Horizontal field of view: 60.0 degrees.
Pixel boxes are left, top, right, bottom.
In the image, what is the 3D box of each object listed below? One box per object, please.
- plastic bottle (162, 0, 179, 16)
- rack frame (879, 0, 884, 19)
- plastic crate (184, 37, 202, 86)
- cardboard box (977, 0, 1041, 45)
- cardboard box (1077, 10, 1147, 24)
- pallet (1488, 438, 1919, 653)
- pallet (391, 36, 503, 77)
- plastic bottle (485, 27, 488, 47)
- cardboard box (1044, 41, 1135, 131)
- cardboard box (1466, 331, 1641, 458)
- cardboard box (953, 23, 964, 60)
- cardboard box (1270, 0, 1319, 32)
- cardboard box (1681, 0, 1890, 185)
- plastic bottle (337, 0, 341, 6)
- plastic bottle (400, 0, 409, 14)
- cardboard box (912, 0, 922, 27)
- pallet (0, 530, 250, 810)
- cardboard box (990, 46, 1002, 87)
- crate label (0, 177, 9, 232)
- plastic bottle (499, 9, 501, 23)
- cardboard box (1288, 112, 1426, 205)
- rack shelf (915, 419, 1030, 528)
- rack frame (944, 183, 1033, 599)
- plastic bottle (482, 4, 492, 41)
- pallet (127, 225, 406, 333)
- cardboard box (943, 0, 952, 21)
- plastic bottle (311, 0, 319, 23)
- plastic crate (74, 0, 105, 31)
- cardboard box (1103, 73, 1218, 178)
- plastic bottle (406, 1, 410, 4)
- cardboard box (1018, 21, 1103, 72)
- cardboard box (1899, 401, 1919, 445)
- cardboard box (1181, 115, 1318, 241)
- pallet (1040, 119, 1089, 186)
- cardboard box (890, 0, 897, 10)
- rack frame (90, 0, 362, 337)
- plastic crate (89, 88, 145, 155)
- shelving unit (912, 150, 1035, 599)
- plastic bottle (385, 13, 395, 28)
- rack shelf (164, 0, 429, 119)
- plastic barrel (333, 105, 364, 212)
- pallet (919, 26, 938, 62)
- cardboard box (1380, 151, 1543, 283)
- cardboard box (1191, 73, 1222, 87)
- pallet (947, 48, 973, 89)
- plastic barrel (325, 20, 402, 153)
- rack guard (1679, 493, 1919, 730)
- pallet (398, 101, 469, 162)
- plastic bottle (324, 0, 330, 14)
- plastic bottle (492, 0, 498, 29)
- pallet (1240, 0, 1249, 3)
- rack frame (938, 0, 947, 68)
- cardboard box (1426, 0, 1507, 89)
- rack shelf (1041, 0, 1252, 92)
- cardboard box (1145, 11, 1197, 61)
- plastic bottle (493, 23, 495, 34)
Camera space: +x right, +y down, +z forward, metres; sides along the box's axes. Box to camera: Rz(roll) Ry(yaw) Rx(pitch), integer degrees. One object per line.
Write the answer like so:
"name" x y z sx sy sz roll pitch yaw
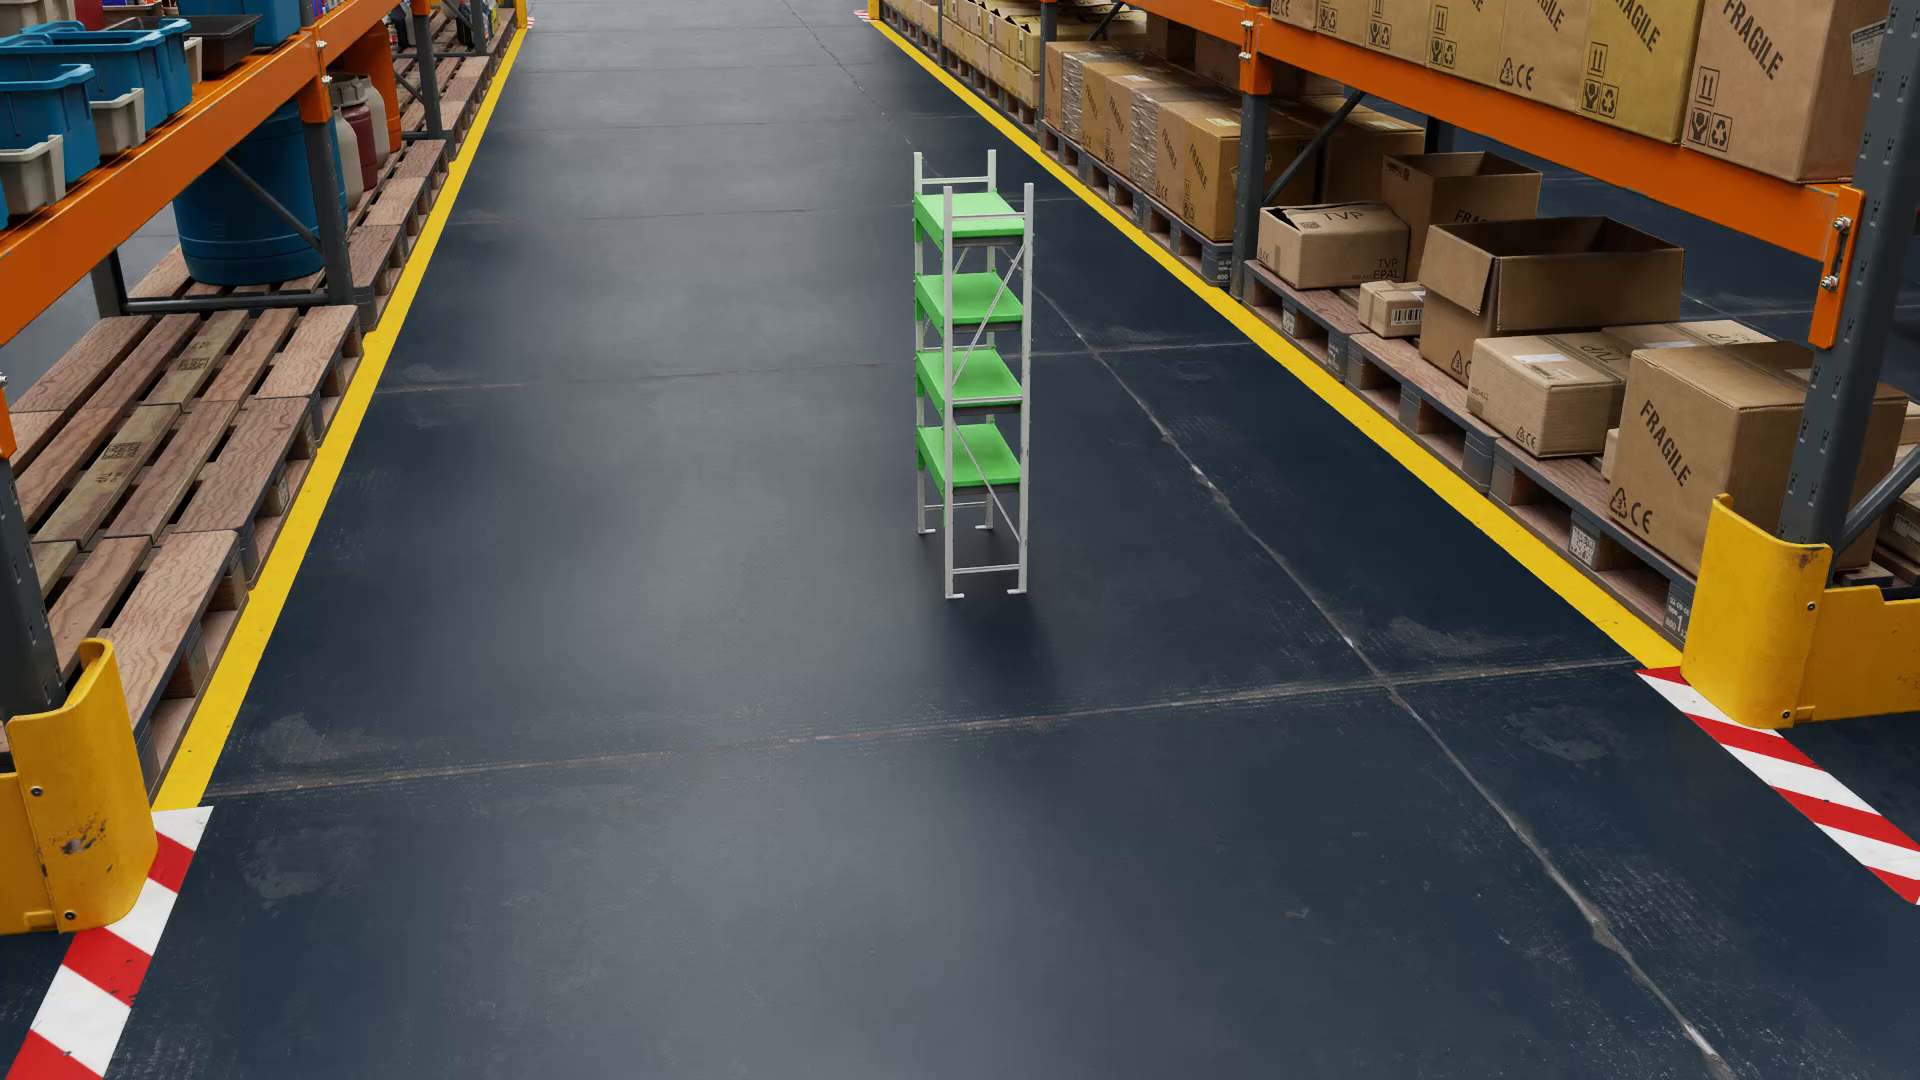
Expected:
"plastic bottle" -3.424 -2.385 7.211 0.097 0.201 0.097 0 24 0
"rack frame" -0.436 -7.270 18.147 1.000 3.000 0.127 -4 24 -10
"plastic crate" -2.468 -1.428 5.027 0.293 0.136 0.466 -4 24 -10
"cardboard box" 0.421 -4.100 13.100 0.500 0.311 0.500 -4 24 -8
"cardboard box" 1.130 -3.746 12.290 0.500 0.311 0.500 -5 24 -11
"pallet" 2.361 -0.042 5.082 1.003 0.211 1.213 -4 24 -10
"pallet" -4.648 -4.321 14.879 1.003 0.211 1.213 -4 24 -10
"plastic bottle" -4.211 -4.448 14.634 0.097 0.201 0.097 0 24 0
"cardboard box" 0.847 -2.979 10.896 0.500 0.500 0.500 -3 24 -7
"cardboard box" 2.034 -0.489 5.508 0.500 0.250 0.500 -4 24 -10
"cardboard box" 0.228 -4.251 14.145 0.500 0.250 0.500 -4 24 -8
"cardboard box" 1.610 -2.375 6.815 0.500 0.500 0.500 -4 24 -8
"cardboard box" 2.173 -1.178 4.075 0.500 0.500 0.500 -4 24 -8
"plastic bottle" -2.877 -2.534 7.551 0.097 0.201 0.097 0 24 0
"plastic bottle" -5.062 -4.753 15.146 0.144 0.351 0.185 -4 24 -10
"cardboard box" -0.186 -5.188 16.292 0.500 0.250 0.500 -4 24 -10
"pallet" -2.460 0.339 4.209 1.003 0.211 1.213 -4 24 -10
"cardboard box" 0.518 -3.645 12.758 0.500 0.250 0.500 -4 24 -9
"crate label" -2.068 -0.683 3.201 0.416 0.233 0.303 -4 24 -10
"plastic bottle" -4.534 -5.134 16.204 0.097 0.201 0.097 0 24 0
"cardboard box" 1.933 -1.814 8.229 0.500 0.500 0.500 -5 24 -12
"rack shelf" 0.031 -0.206 4.982 0.258 0.148 0.480 -4 24 -10
"rack frame" 0.076 -0.389 4.641 0.240 1.200 0.015 -4 24 -10
"plastic bottle" -4.306 -4.667 14.948 0.144 0.351 0.185 -4 24 -8
"pallet" -3.187 -1.213 7.764 1.003 0.211 1.213 -4 24 -10
"cardboard box" 0.136 -4.705 14.484 0.500 0.311 0.500 -4 24 -10
"plastic bottle" -2.734 -2.307 6.930 0.061 0.283 0.133 -4 24 -10
"plastic crate" -3.167 -1.872 5.633 0.402 0.464 0.583 -4 24 -10
"cardboard box" 1.139 -2.371 9.504 0.500 0.500 0.500 -5 24 -12
"plastic bottle" -5.193 -4.945 15.685 0.097 0.271 0.097 0 24 0
"cardboard box" 0.705 -3.500 11.726 0.500 0.311 0.500 -4 24 -8
"cardboard box" 2.609 -0.349 5.188 0.500 0.250 0.500 -4 24 -10
"cardboard box" 1.410 -1.779 8.148 0.500 0.500 0.500 -4 24 -10
"pallet" 1.145 -2.549 10.822 1.003 0.211 1.213 -4 24 -10
"cardboard box" -0.459 -5.778 17.643 0.500 0.250 0.500 -4 24 -10
"rack frame" -3.085 -2.184 6.504 1.000 3.000 0.127 -4 24 -10
"plastic crate" -2.171 -1.038 4.134 0.250 0.136 0.298 -4 24 -10
"shelving unit" 0.031 -0.485 4.861 0.258 1.200 0.503 -4 24 -10
"plastic bottle" -4.978 -4.453 14.542 0.061 0.283 0.133 -3 24 -7
"rack shelf" -3.455 -2.641 8.449 1.077 0.370 4.000 -4 24 -10
"plastic barrel" -3.317 -1.959 8.572 0.421 0.512 0.421 0 24 0
"pallet" 0.198 -4.734 15.826 1.003 0.211 1.213 -4 24 -10
"cardboard box" 2.167 -1.403 7.287 0.500 0.500 0.500 -4 24 -10
"cardboard box" 1.646 -2.419 9.614 0.500 0.500 0.500 -5 24 -12
"pallet" 0.479 -4.132 14.446 1.003 0.211 1.213 -4 24 -10
"plastic barrel" -3.718 -2.765 10.019 0.600 0.830 0.708 -4 24 -10
"rack guard" 2.509 0.139 4.306 1.175 0.500 0.348 -4 24 -10
"pallet" -3.930 -2.788 11.369 1.003 0.211 1.213 -4 24 -10
"plastic bottle" -2.816 -2.436 7.241 0.097 0.271 0.097 0 24 0
"plastic bottle" -4.488 -5.012 15.832 0.152 0.276 0.135 -5 24 -11
"pallet" 1.743 -2.784 8.117 1.003 0.211 1.213 -4 24 -10
"rack frame" 0.304 -5.696 14.545 1.000 3.000 0.127 -4 24 -10
"cardboard box" 1.893 -1.777 5.445 0.500 0.500 0.500 -5 24 -10
"rack shelf" 1.414 -3.007 9.285 1.077 0.370 4.000 -4 24 -10
"cardboard box" 1.462 -3.150 10.352 0.500 0.250 0.500 -3 24 -8
"plastic bottle" -4.370 -4.786 15.407 0.097 0.201 0.097 0 24 0
